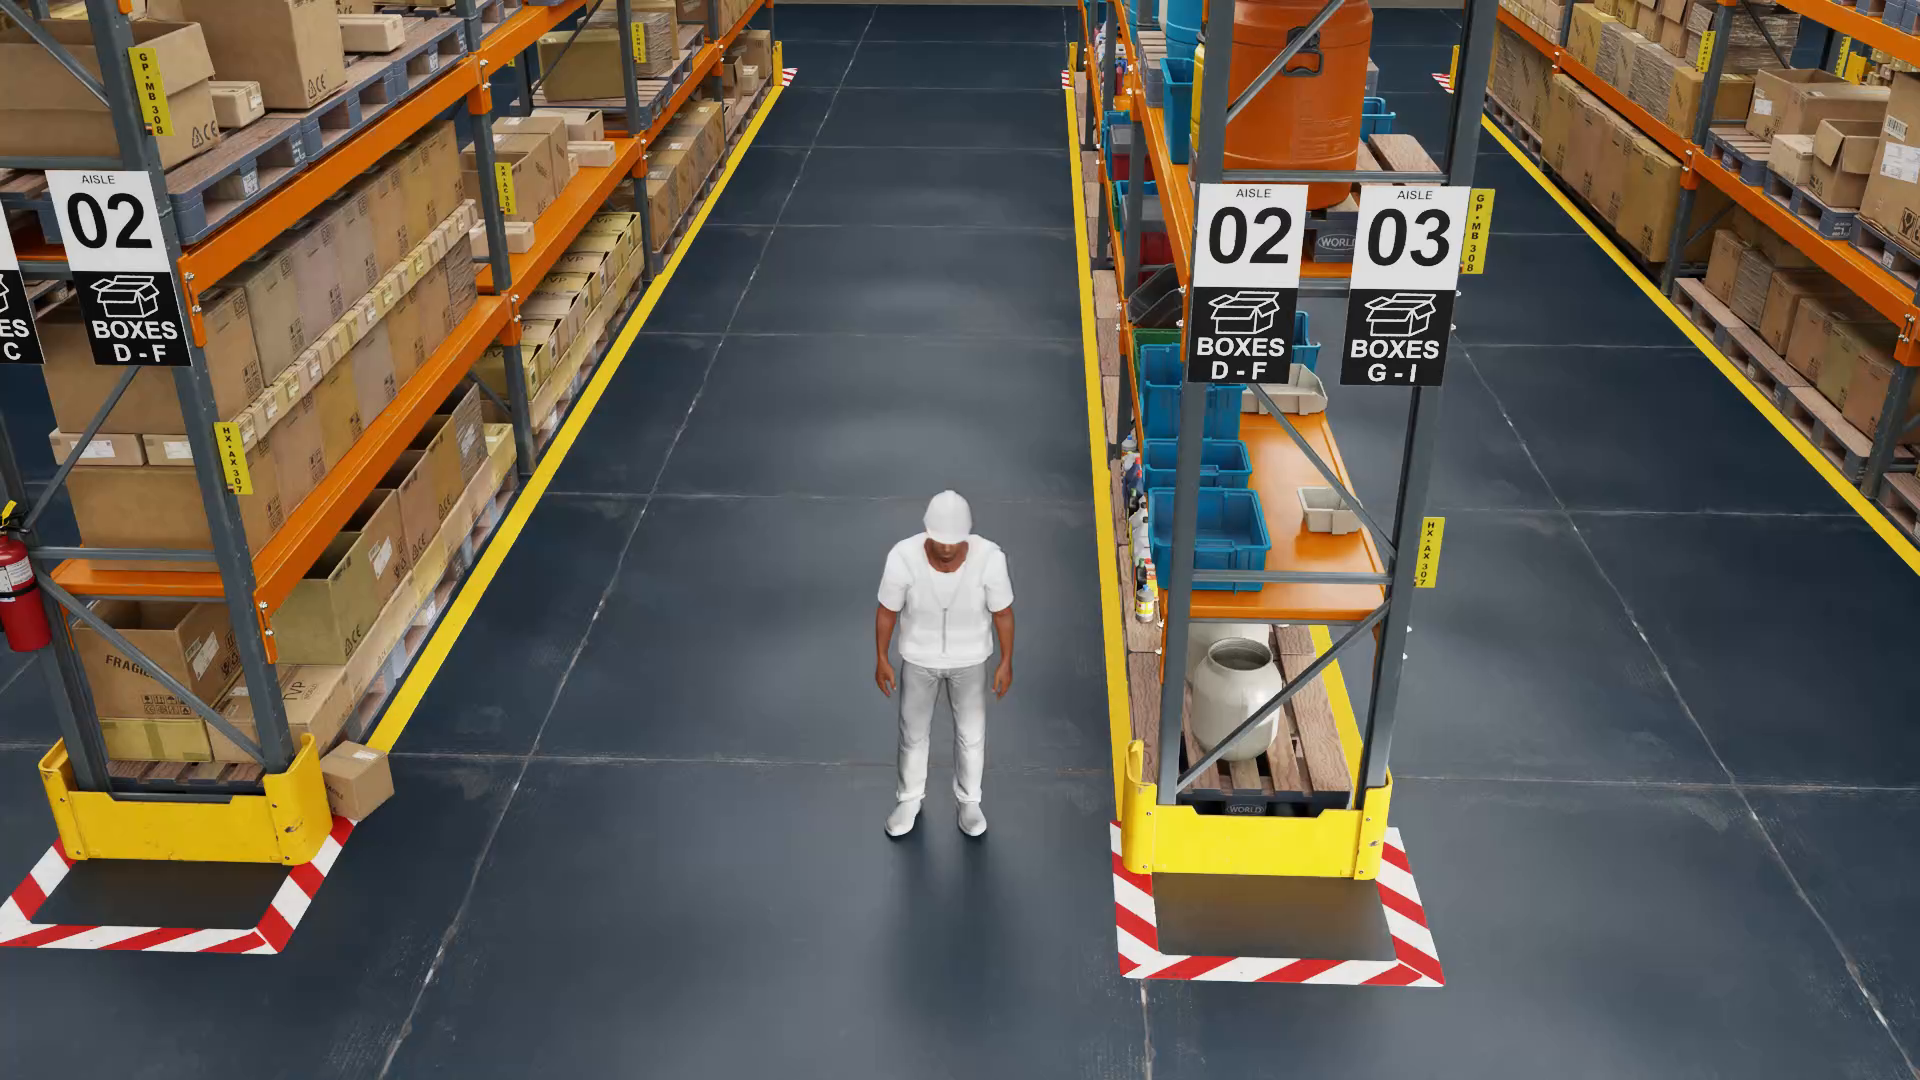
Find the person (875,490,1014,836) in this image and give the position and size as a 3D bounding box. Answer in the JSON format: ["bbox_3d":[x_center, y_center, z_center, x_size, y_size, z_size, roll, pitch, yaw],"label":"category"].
[{"bbox_3d":[-0.071,0.553,7.552,0.632,1.760,0.463,1,28,1],"label":"person"}]
